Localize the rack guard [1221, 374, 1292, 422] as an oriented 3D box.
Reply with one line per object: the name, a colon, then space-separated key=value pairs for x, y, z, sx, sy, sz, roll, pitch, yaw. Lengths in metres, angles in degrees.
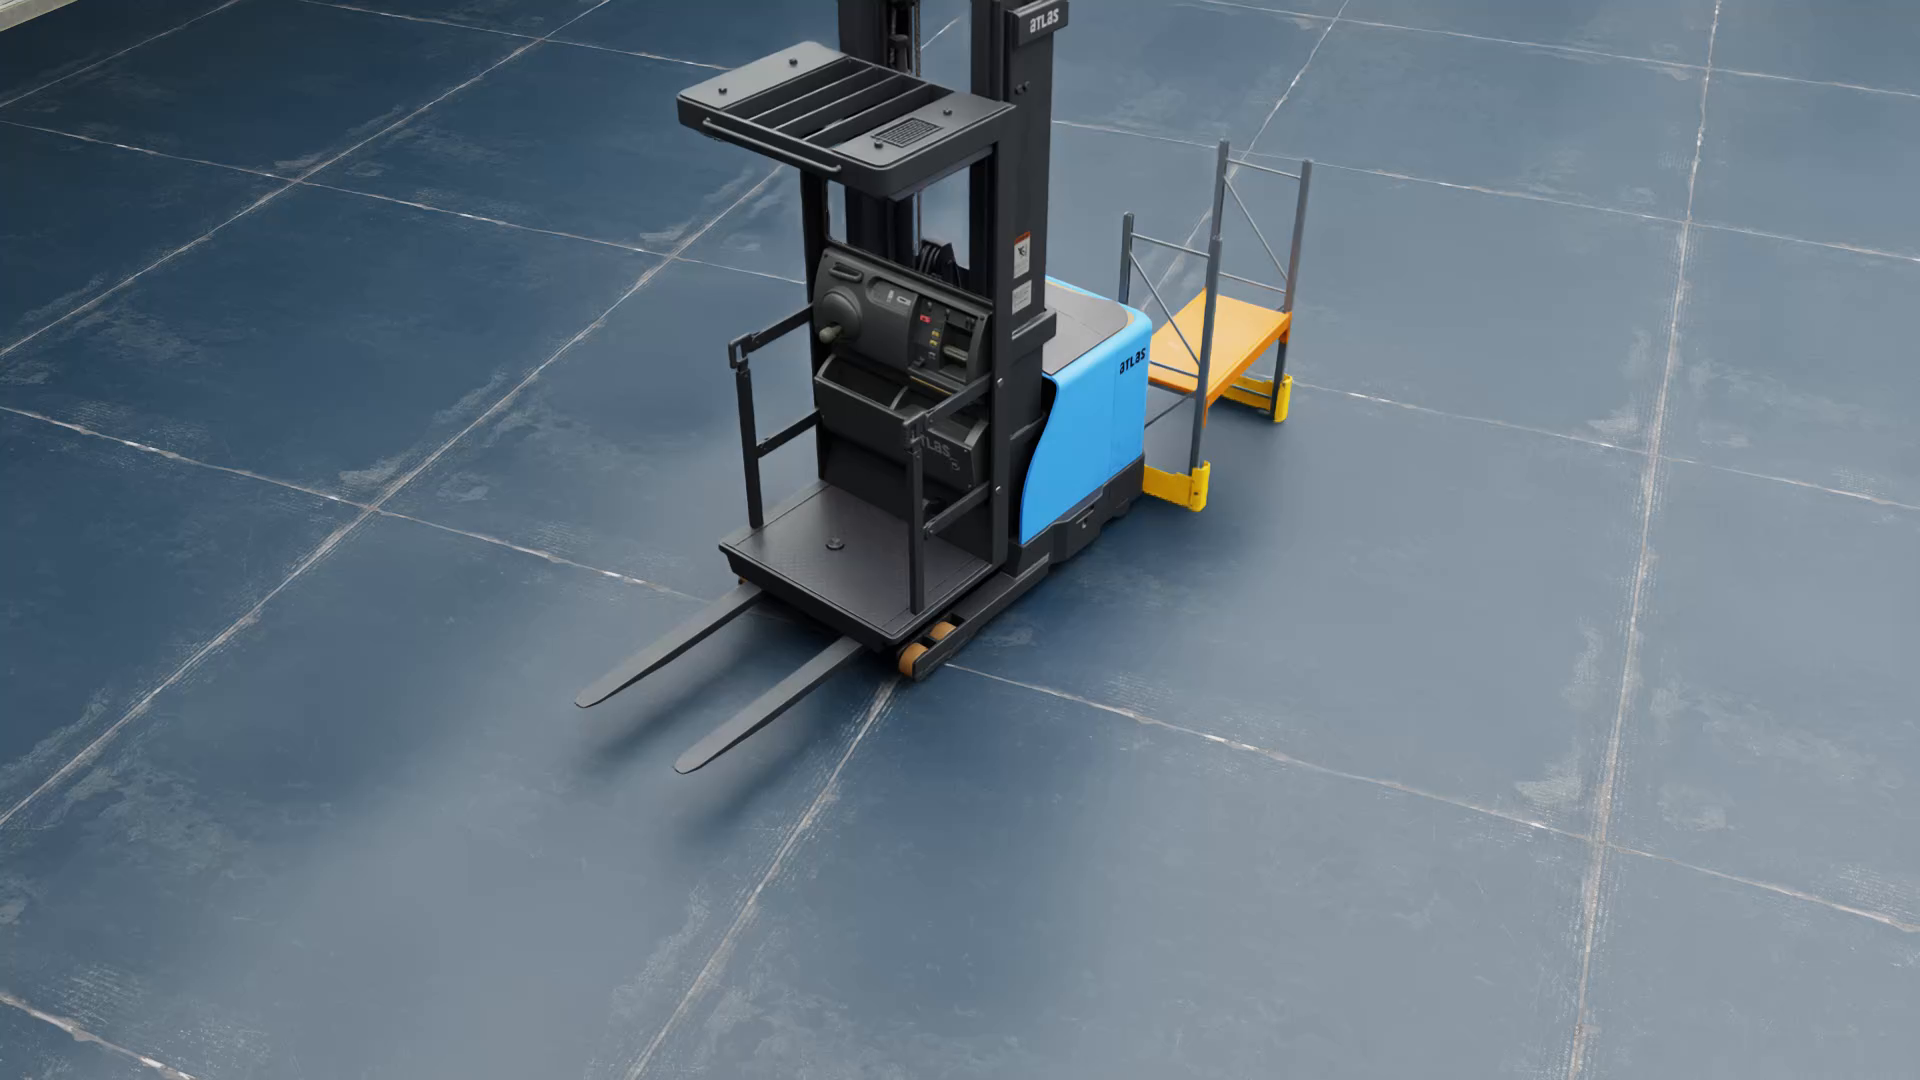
rack guard: x=1.539 y=-0.860 z=9.192 sx=0.587 sy=0.250 sz=0.087 roll=21 pitch=42 yaw=26

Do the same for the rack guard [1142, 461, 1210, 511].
rack guard: x=0.994 y=-0.361 z=8.524 sx=0.587 sy=0.250 sz=0.087 roll=21 pitch=42 yaw=26

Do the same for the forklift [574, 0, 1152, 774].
forklift: x=-0.397 y=-0.887 z=6.989 sx=1.130 sy=2.935 sz=3.031 roll=26 pitch=44 yaw=31

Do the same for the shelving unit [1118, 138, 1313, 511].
shelving unit: x=1.267 y=-1.111 z=8.484 sx=0.587 sy=1.500 sz=1.083 roll=21 pitch=42 yaw=26

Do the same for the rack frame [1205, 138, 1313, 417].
rack frame: x=1.540 y=-1.361 z=8.819 sx=0.500 sy=1.500 sz=0.032 roll=21 pitch=42 yaw=26

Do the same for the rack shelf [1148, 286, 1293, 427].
rack shelf: x=1.262 y=-0.963 z=8.586 sx=0.538 sy=0.185 sz=1.000 roll=21 pitch=42 yaw=26

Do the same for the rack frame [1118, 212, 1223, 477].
rack frame: x=0.984 y=-0.852 z=8.137 sx=0.500 sy=1.500 sz=0.032 roll=21 pitch=42 yaw=26
